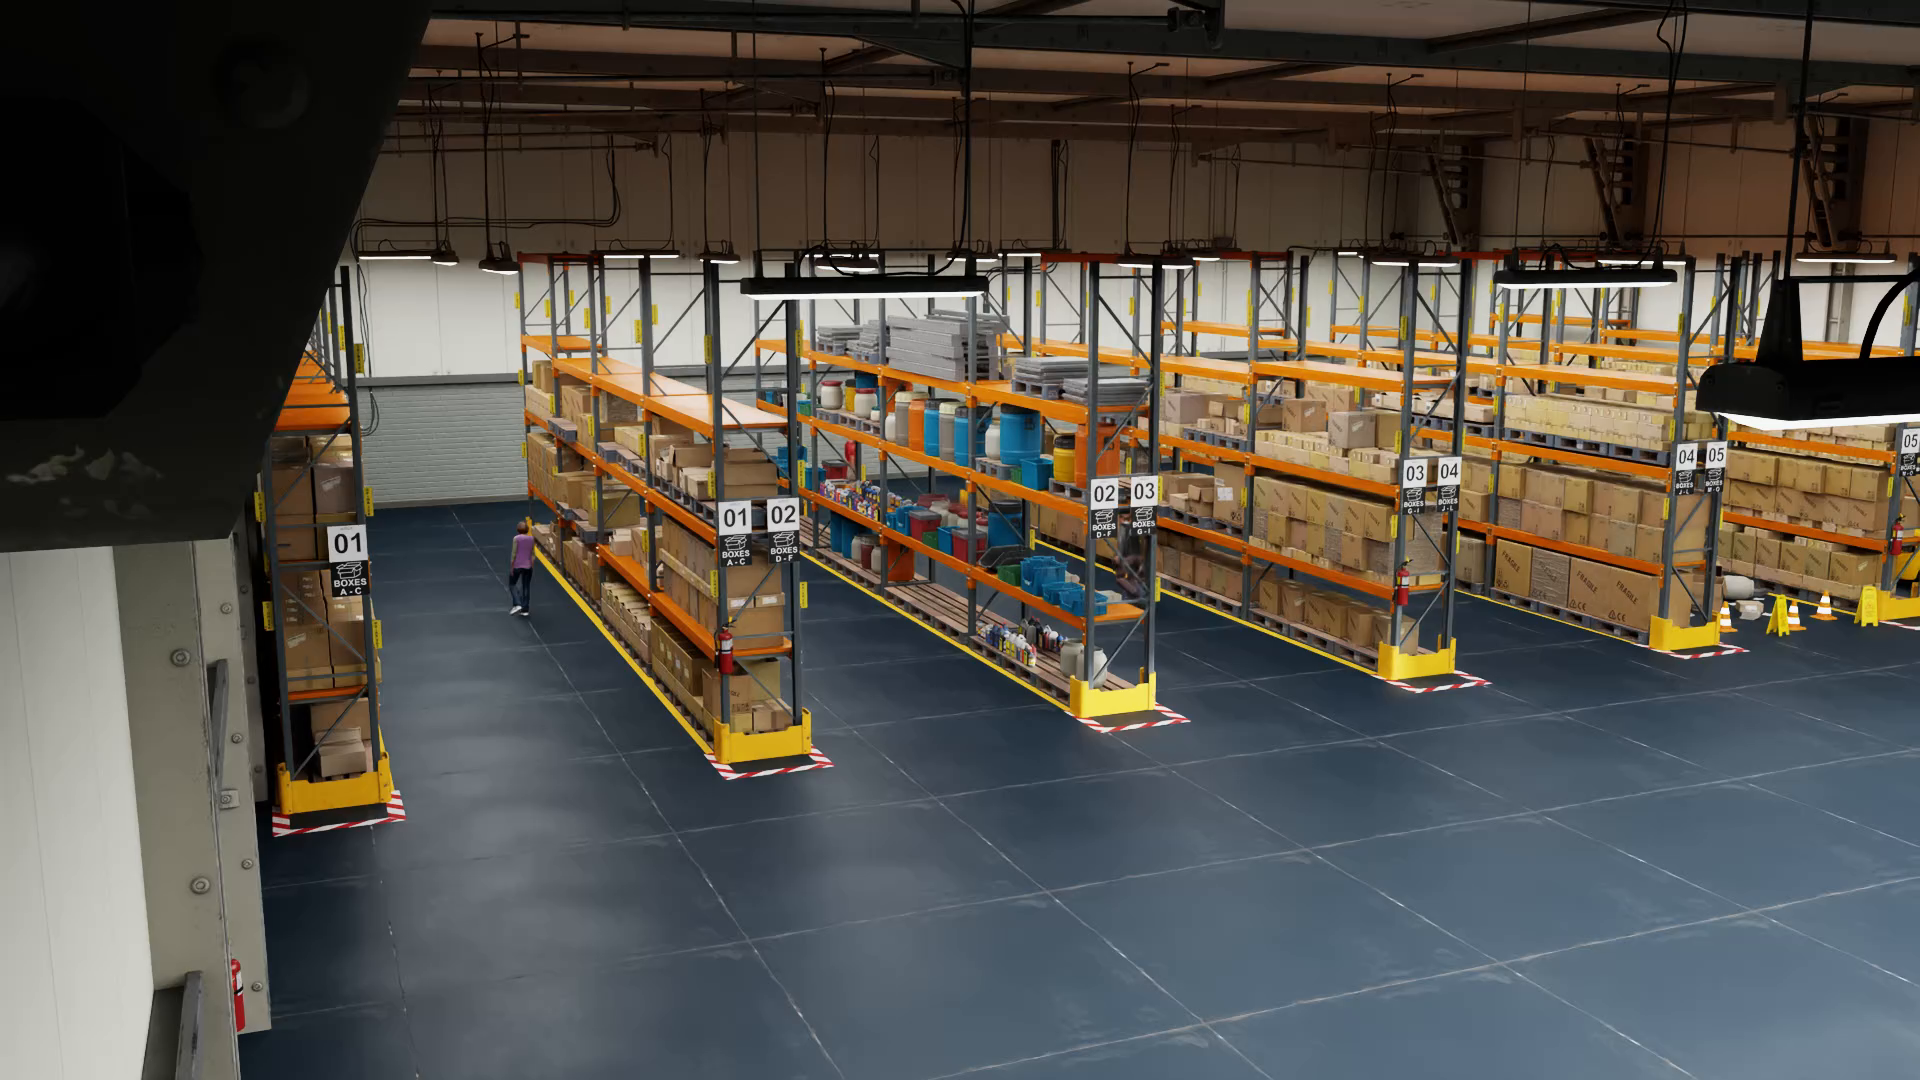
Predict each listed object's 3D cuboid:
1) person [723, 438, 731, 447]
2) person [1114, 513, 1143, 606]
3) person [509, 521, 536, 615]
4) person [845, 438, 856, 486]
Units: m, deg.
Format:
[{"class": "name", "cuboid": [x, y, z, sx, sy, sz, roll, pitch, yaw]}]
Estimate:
[{"class": "person", "cuboid": [-5.500, -1.572, 38.889, 0.539, 1.667, 0.454, 4, 11, 21]}, {"class": "person", "cuboid": [2.938, 0.312, 28.870, 0.598, 1.611, 0.752, -6, 12, -29]}, {"class": "person", "cuboid": [-7.367, 0.476, 27.959, 0.484, 1.598, 0.367, -6, 12, -30]}, {"class": "person", "cuboid": [-2.640, -1.693, 39.447, 0.675, 1.715, 0.585, -2, 11, -13]}]
